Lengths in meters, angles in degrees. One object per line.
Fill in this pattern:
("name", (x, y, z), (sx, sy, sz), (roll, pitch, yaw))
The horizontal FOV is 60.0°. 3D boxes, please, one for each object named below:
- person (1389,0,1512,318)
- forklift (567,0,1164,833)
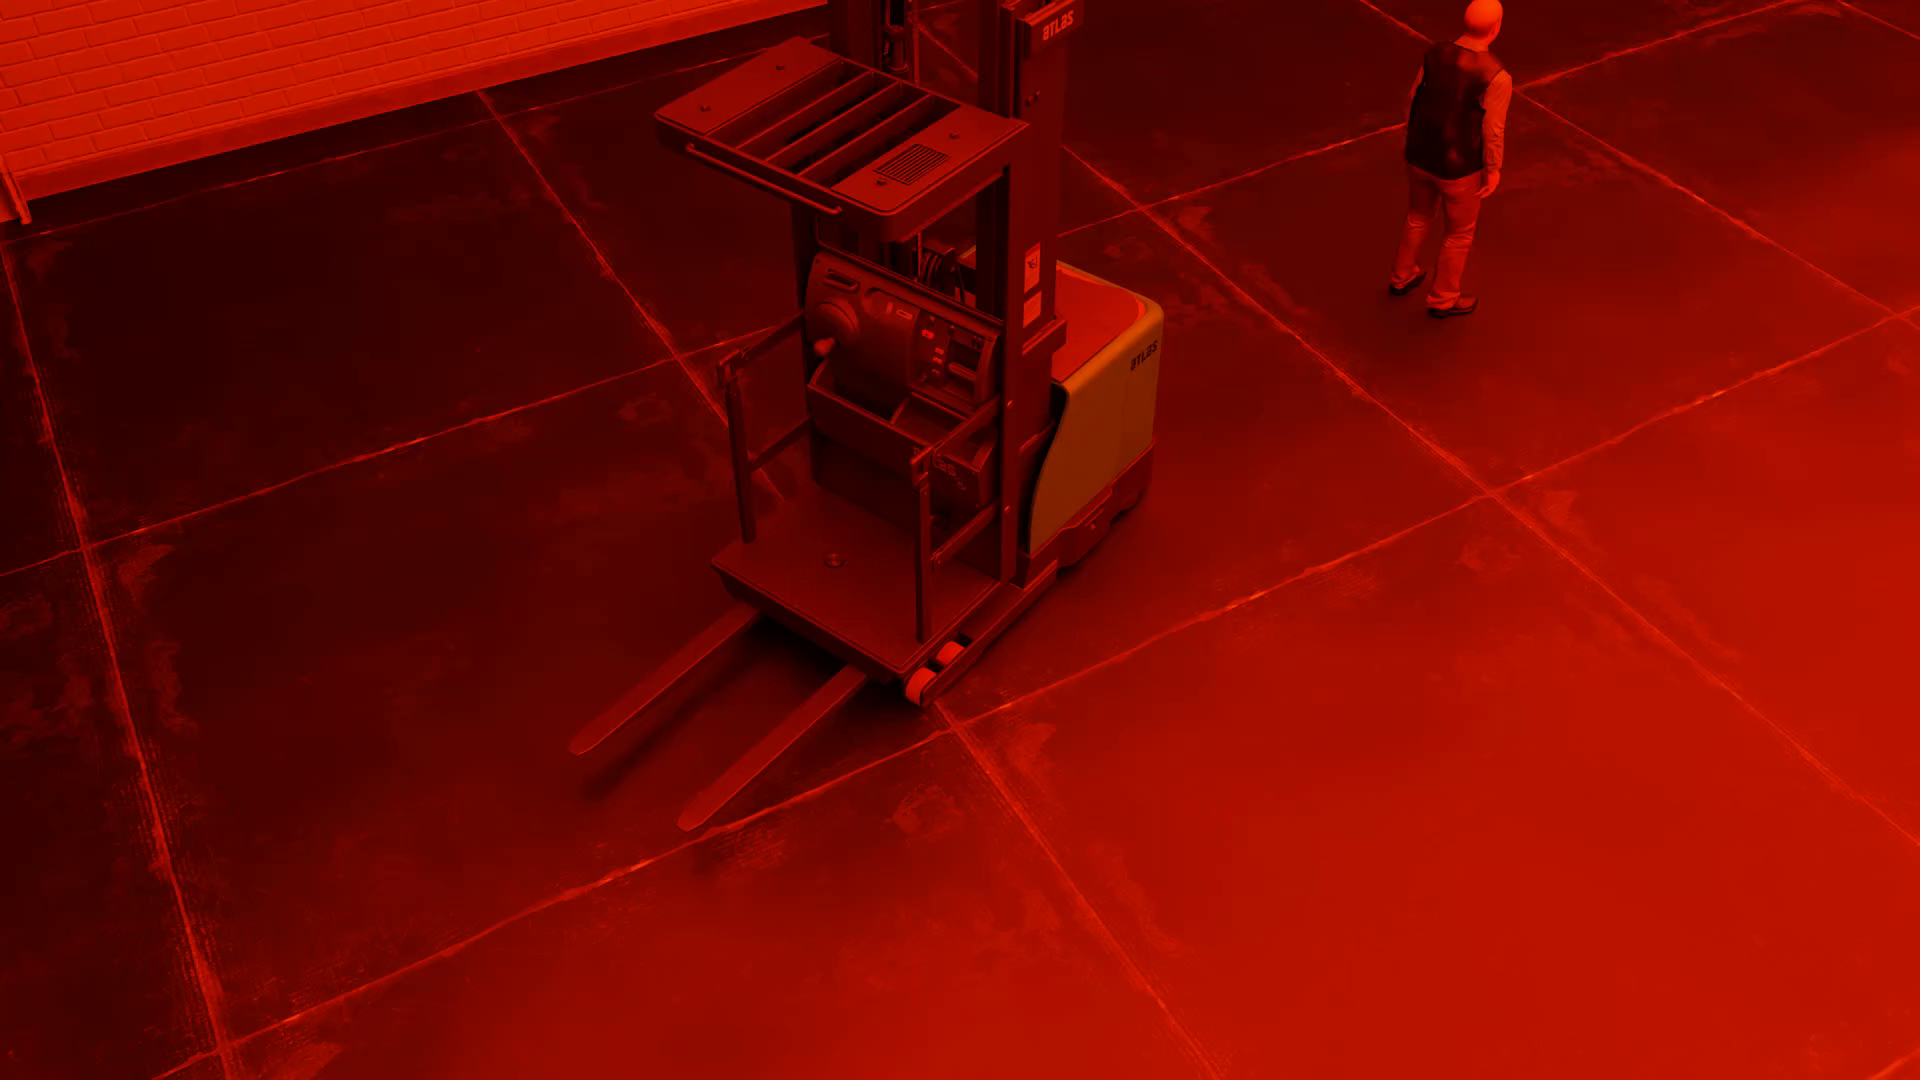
("person", (2.563, -1.997, 8.742), (0.426, 1.720, 0.591), (-30, 50, -28))
("forklift", (-0.375, -0.749, 6.505), (1.130, 2.935, 3.031), (28, 50, 27))
